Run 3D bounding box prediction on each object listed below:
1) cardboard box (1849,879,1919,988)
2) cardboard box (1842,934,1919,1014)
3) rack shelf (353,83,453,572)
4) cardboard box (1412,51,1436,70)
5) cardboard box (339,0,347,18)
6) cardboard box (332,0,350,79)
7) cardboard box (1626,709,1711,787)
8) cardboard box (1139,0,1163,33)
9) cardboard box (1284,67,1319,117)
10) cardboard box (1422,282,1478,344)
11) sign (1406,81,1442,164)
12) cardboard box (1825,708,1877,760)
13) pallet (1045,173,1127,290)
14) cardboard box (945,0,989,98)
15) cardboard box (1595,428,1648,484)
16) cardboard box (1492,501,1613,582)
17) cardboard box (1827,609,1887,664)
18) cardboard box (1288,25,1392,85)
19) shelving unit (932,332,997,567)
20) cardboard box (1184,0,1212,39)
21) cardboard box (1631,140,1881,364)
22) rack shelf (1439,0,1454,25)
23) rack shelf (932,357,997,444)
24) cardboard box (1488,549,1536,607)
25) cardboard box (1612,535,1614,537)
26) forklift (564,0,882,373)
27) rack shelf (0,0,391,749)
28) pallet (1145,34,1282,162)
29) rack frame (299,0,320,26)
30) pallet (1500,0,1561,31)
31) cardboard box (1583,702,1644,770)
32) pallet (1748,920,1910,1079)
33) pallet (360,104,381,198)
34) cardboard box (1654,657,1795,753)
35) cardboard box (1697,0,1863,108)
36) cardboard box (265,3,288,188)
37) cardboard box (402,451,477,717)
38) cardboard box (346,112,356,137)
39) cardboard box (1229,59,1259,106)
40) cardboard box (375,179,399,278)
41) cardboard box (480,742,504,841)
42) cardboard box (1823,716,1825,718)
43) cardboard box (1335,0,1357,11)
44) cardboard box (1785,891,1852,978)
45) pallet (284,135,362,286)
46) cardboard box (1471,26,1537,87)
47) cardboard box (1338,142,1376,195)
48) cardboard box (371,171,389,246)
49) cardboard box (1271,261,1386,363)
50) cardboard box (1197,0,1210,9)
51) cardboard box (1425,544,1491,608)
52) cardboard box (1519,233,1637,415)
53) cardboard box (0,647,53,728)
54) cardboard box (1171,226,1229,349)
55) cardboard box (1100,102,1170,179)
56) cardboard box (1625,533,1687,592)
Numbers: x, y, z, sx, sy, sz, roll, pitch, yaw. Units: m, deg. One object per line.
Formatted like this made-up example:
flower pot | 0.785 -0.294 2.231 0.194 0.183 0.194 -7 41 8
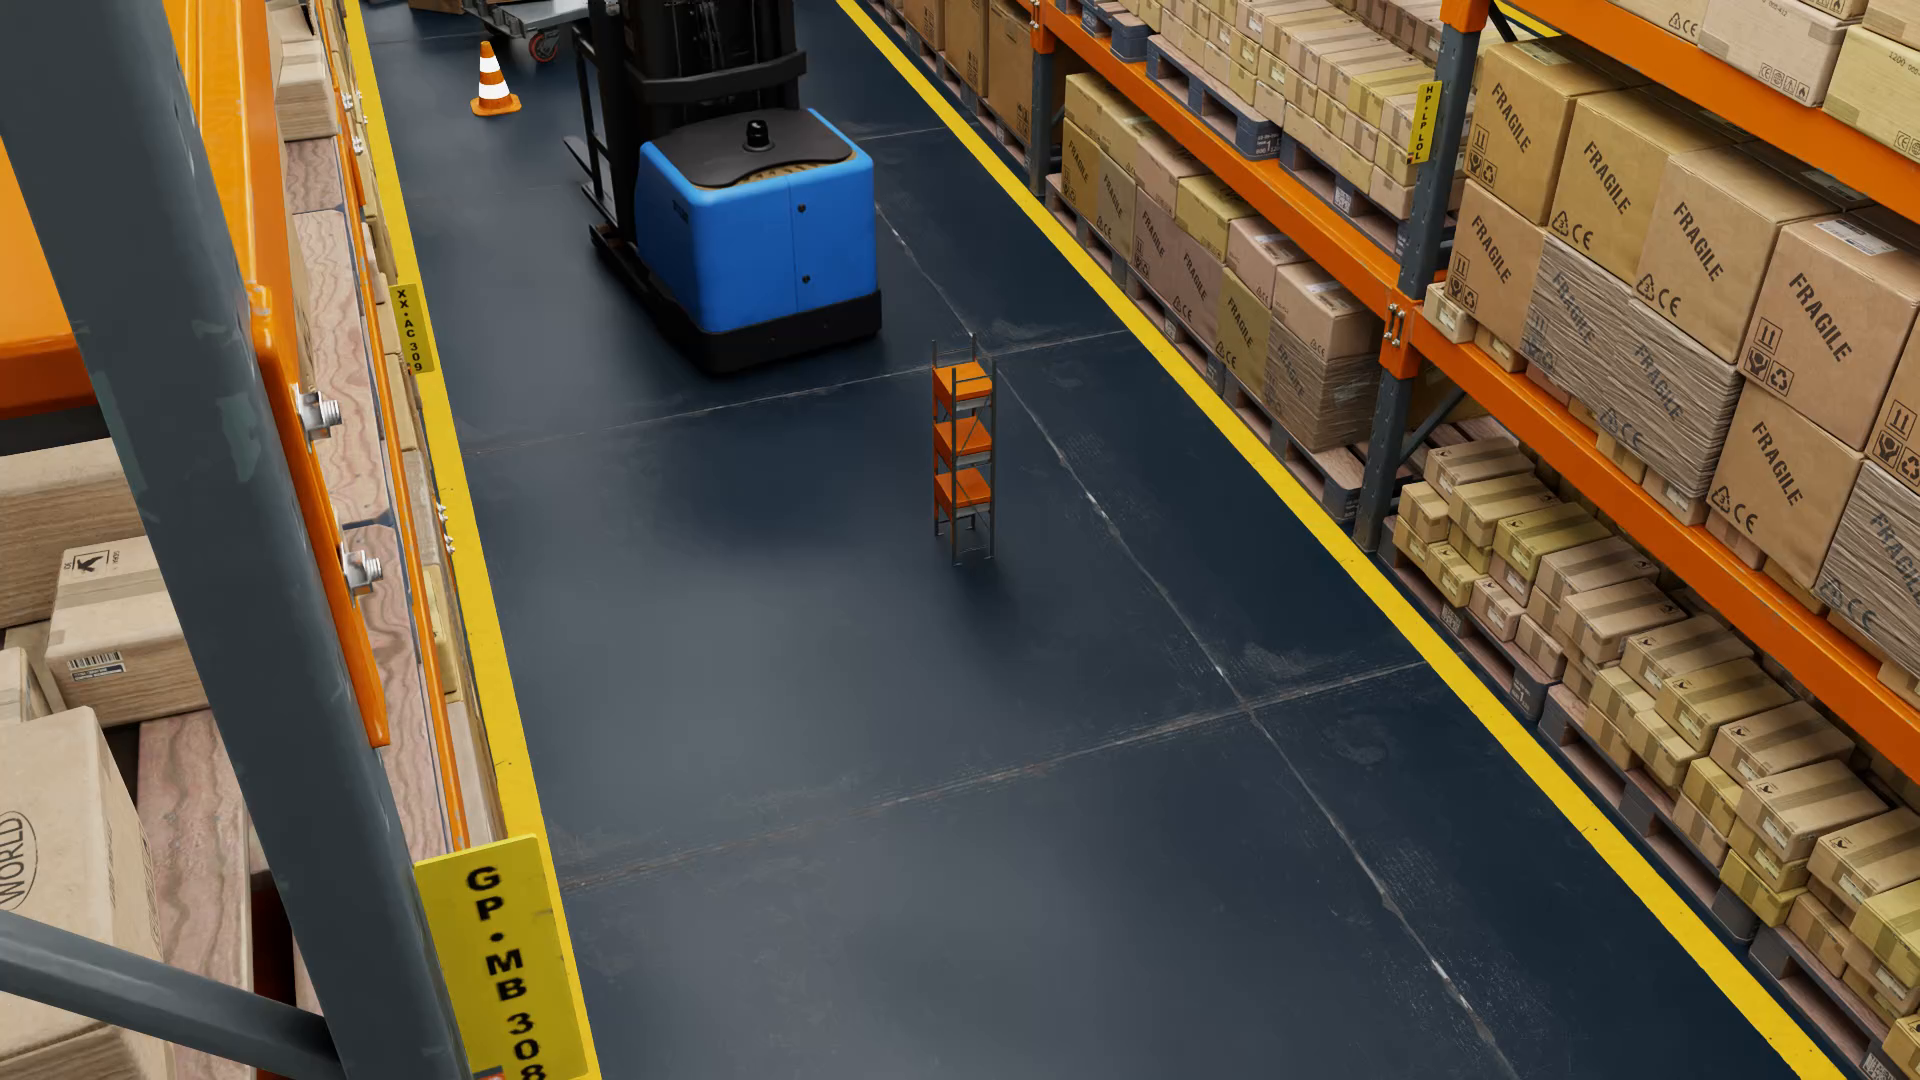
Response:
cardboard box | 3.030 1.205 5.183 0.380 0.149 0.250 -13 39 -17
cardboard box | 3.061 1.312 5.288 0.380 0.149 0.250 -14 39 -18
rack shelf | -2.986 -1.028 7.220 1.077 0.370 4.000 -12 39 -16
cardboard box | 2.341 -2.210 7.803 0.380 0.149 0.250 -14 39 -18
cardboard box | -5.000 -4.163 12.721 0.500 0.250 0.500 -14 39 -18
cardboard box | -3.067 -2.358 7.474 0.500 0.500 0.500 -12 39 -15
cardboard box | 2.680 0.724 6.069 0.380 0.149 0.250 -12 39 -15
cardboard box | 1.183 -2.844 8.892 0.380 0.149 0.250 -11 38 -14
cardboard box | 1.720 -2.080 7.631 0.380 0.149 0.250 -14 39 -17
cardboard box | 2.105 -0.939 6.713 0.380 0.149 0.250 -11 38 -14
sign | 1.795 -1.613 6.436 0.100 0.325 0.005 -12 39 -16
cardboard box | 3.359 0.620 5.960 0.380 0.149 0.250 -12 39 -15
pallet | 1.206 -1.972 10.192 1.003 0.211 1.213 -12 39 -16
cardboard box | 0.509 -3.652 11.626 1.050 0.750 0.750 -12 39 -15
cardboard box | 2.518 -0.358 5.941 0.380 0.149 0.250 -12 39 -15
cardboard box | 2.412 0.004 6.778 0.380 0.149 0.250 -13 39 -17
cardboard box | 2.953 0.221 5.172 0.380 0.149 0.250 -14 39 -18
cardboard box | 1.723 -2.205 7.550 0.380 0.149 0.250 -13 39 -16
shelving unit | 0.018 -0.389 7.394 0.215 1.050 0.252 -12 39 -16
cardboard box | 1.361 -2.671 8.416 0.380 0.149 0.250 -13 39 -16
cardboard box | 2.579 -0.939 5.343 0.500 0.500 0.500 -12 39 -15
rack shelf | 1.627 -3.308 7.753 1.077 0.370 4.000 -12 39 -16
rack shelf | 0.018 -0.607 7.230 0.215 0.259 0.240 -12 39 -16
cardboard box | 2.428 0.110 6.884 0.380 0.149 0.250 -13 39 -16
cardboard box | 2.935 -0.005 7.037 0.380 0.149 0.250 -14 39 -18
forklift | -1.577 -2.925 9.197 1.130 2.935 3.031 -18 41 -22
rack shelf | -1.610 -1.005 2.535 1.077 0.370 4.000 -12 39 -16
pallet | 1.658 -2.341 8.524 1.003 0.211 1.213 -12 39 -16
rack frame | -2.298 -2.582 3.698 1.000 3.000 0.127 -12 39 -16
pallet | 4.947 -4.513 13.566 1.003 0.211 1.213 -12 39 -16
cardboard box | 2.623 0.700 6.348 0.380 0.149 0.250 -13 39 -17
pallet | 3.419 1.597 5.455 1.003 0.211 1.213 -12 39 -16
pallet | -4.358 -2.461 10.842 1.003 0.211 1.213 -12 39 -16
cardboard box | 2.753 0.592 5.998 0.380 0.149 0.250 -12 39 -16
cardboard box | 2.568 -1.510 4.893 0.500 0.250 0.500 -11 38 -14
cardboard box | -1.804 -0.877 3.411 0.797 0.503 0.637 -10 38 -12
cardboard box | -1.525 0.159 4.132 0.500 0.500 0.500 -12 39 -15
cardboard box | -2.380 -1.215 5.955 0.500 0.500 0.500 -13 39 -16
cardboard box | 1.541 -2.253 8.108 0.380 0.149 0.250 -11 38 -14
cardboard box | -2.706 -1.298 7.105 0.500 0.250 0.500 -13 39 -17
cardboard box | -1.363 0.853 4.041 0.500 0.500 0.500 -11 38 -14
cardboard box | 3.161 0.612 6.218 0.380 0.149 0.250 -11 38 -14
cardboard box | 2.069 -2.772 8.302 0.380 0.149 0.250 -11 38 -15
cardboard box | 3.024 1.281 5.577 0.380 0.149 0.250 -12 39 -15
pallet | -2.026 -0.884 4.011 1.003 0.211 1.213 -12 39 -16
cardboard box | 2.424 -2.192 7.532 0.380 0.149 0.250 -12 39 -16
cardboard box | 1.902 -1.665 7.327 0.380 0.149 0.250 -12 39 -16
cardboard box | -2.539 -1.212 6.574 0.500 0.250 0.500 -12 39 -15
cardboard box | 1.821 -1.105 7.829 0.500 0.250 0.500 -13 39 -17
cardboard box | 1.369 -2.789 8.325 0.380 0.149 0.250 -11 38 -15
cardboard box | 2.230 0.126 7.110 0.380 0.149 0.250 -11 38 -15
cardboard box | 2.426 -0.816 6.010 0.500 0.500 0.500 -12 39 -16
cardboard box | -1.380 0.313 2.125 0.380 0.149 0.250 -15 40 -19
cardboard box | 1.475 -1.383 8.822 0.500 0.500 0.500 -13 39 -17
cardboard box | 1.123 -2.270 9.376 0.500 0.250 0.500 -13 39 -16
cardboard box | 2.915 0.051 6.715 0.380 0.149 0.250 -11 38 -14
